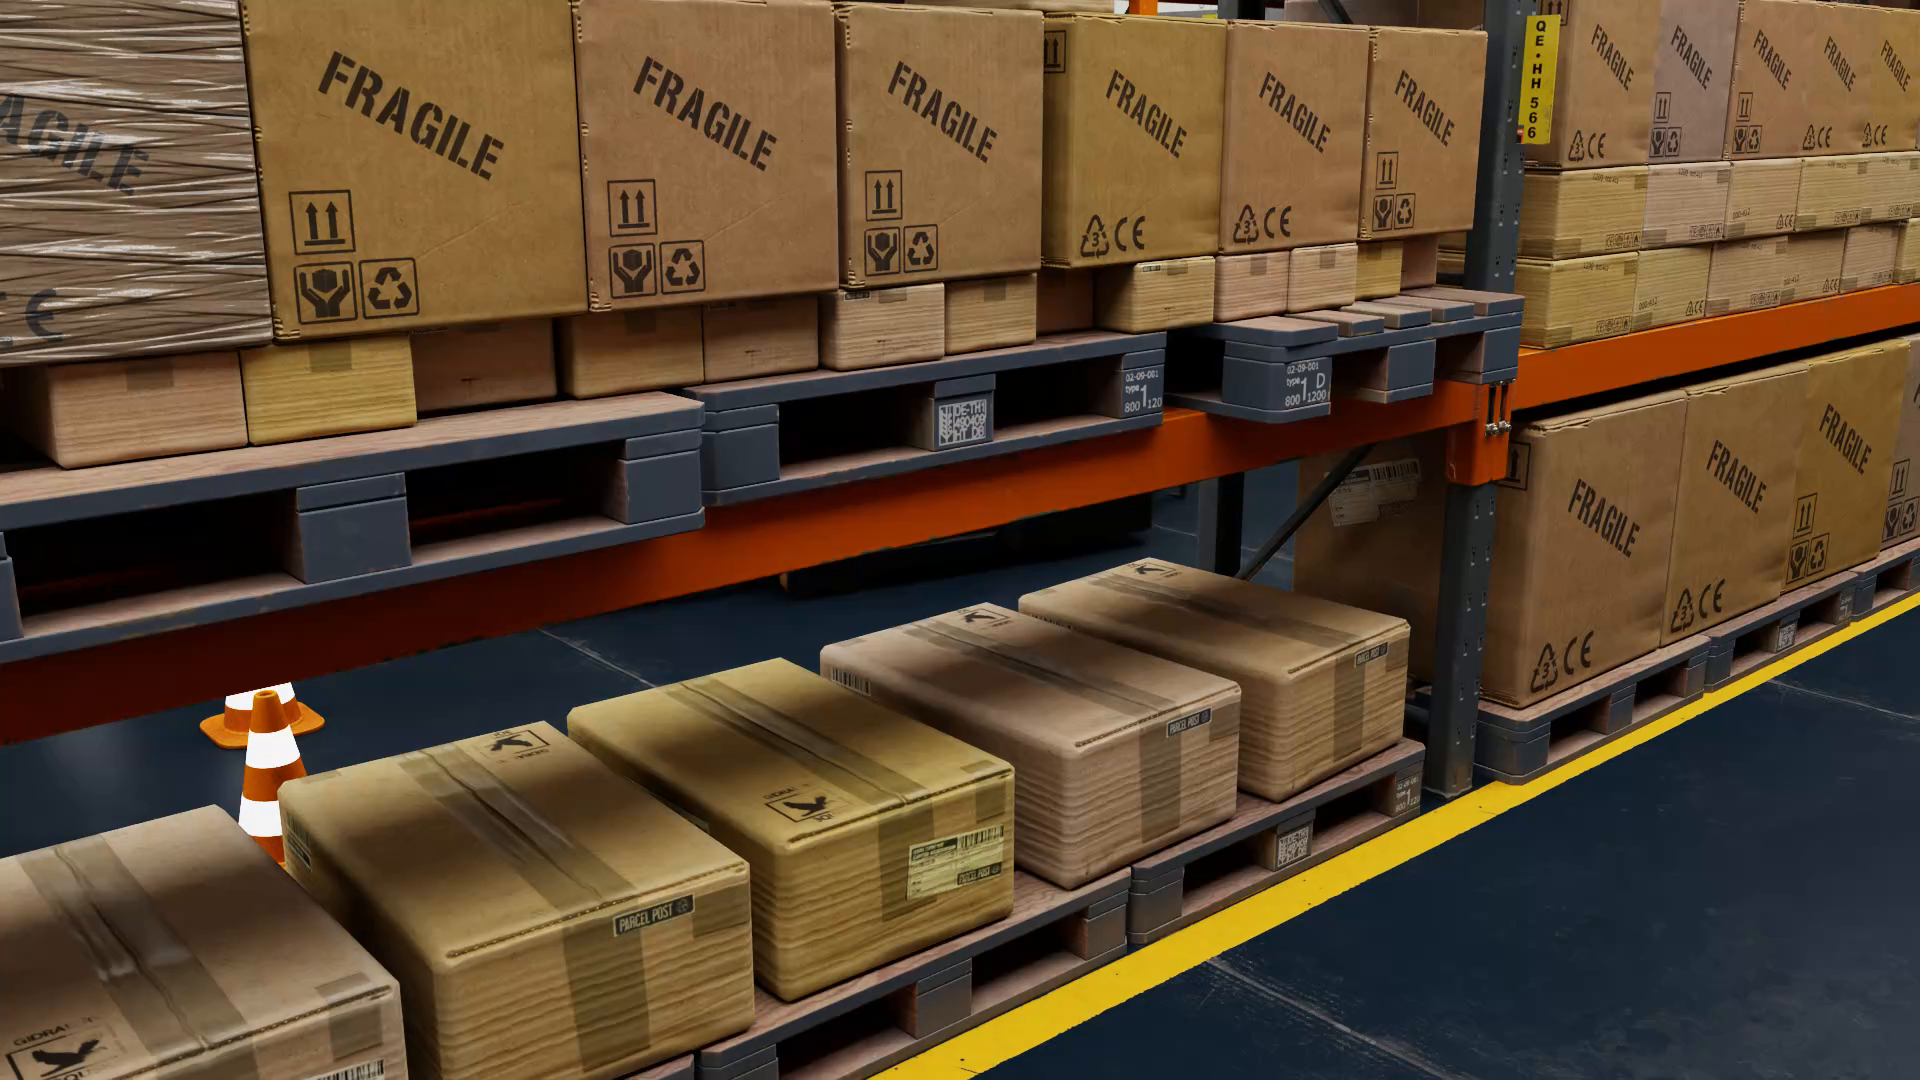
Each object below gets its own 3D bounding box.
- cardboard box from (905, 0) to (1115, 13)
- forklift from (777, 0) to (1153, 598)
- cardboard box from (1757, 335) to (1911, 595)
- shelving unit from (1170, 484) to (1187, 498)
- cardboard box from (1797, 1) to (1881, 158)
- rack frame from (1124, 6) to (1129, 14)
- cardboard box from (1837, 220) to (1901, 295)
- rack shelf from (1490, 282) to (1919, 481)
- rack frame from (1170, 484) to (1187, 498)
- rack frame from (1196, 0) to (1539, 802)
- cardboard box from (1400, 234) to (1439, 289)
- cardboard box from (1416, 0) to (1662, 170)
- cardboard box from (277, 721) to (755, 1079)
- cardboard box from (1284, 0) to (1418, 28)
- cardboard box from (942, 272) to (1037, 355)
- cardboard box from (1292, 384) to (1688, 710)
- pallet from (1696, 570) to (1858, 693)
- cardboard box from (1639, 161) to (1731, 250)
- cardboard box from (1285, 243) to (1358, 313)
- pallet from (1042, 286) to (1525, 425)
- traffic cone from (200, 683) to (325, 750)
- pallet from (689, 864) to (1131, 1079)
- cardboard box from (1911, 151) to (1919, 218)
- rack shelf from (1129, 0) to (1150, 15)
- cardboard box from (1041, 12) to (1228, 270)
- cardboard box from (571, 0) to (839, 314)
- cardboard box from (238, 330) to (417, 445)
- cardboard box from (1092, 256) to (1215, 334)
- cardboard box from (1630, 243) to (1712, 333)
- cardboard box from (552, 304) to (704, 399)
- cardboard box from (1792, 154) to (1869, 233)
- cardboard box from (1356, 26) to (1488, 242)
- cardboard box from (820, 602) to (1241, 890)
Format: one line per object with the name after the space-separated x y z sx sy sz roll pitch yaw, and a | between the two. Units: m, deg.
0.101 -1.165 3.457 0.250 0.149 0.380 -14 20 -42 | cardboard box
-0.652 -1.334 7.064 3.031 2.935 1.130 -8 17 -28 | forklift
3.076 -0.367 6.616 0.875 0.875 0.875 -12 19 -38 | cardboard box
0.856 -1.212 8.219 0.431 2.100 0.503 11 18 36 | shelving unit
2.833 -1.611 5.838 0.500 0.500 0.500 -12 19 -38 | cardboard box
0.842 -2.413 10.969 0.127 3.000 1.000 -13 19 -39 | rack frame
3.216 -1.101 6.349 0.500 0.250 0.500 -13 20 -41 | cardboard box
2.658 -0.780 6.250 4.000 0.370 1.077 -13 19 -39 | rack shelf
1.004 -1.263 8.407 0.400 2.100 0.015 11 18 36 | rack frame
1.150 -0.788 4.889 0.127 3.000 1.000 -13 19 -39 | rack frame
1.057 -0.769 4.488 0.250 0.149 0.380 -12 19 -37 | cardboard box
1.682 -1.356 4.882 0.500 0.500 0.500 -14 20 -41 | cardboard box
-0.934 0.744 3.430 0.625 0.372 0.950 -11 19 -36 | cardboard box
1.368 -1.458 5.266 0.500 0.500 0.500 -13 20 -41 | cardboard box
-0.060 -0.491 3.447 0.250 0.149 0.380 -13 20 -41 | cardboard box
1.725 -0.066 5.486 0.875 0.875 0.875 -13 20 -40 | cardboard box
2.714 0.234 6.464 1.213 0.211 1.003 -13 19 -39 | pallet
2.085 -1.083 5.312 0.500 0.250 0.500 -12 19 -38 | cardboard box
0.741 -0.658 4.073 0.250 0.149 0.380 -13 20 -40 | cardboard box
0.682 -0.554 4.384 1.003 0.211 1.213 -13 19 -39 | pallet
-2.289 0.388 5.399 0.334 0.463 0.336 -13 19 -39 | traffic cone
-0.361 0.897 3.985 1.213 0.211 1.003 -13 19 -39 | pallet
3.622 -1.427 6.601 0.500 0.250 0.500 -12 19 -38 | cardboard box
-0.667 -3.175 9.407 4.000 0.370 1.077 -13 19 -39 | rack shelf
0.226 -0.877 3.636 0.500 0.500 0.500 -14 21 -43 | cardboard box
-0.567 -0.695 2.957 0.500 0.500 0.500 -13 20 -40 | cardboard box
-1.049 -0.265 2.603 0.250 0.149 0.380 -12 19 -38 | cardboard box
0.348 -0.567 3.734 0.250 0.149 0.380 -12 19 -38 | cardboard box
2.060 -0.840 5.374 0.500 0.250 0.500 -13 20 -41 | cardboard box
-0.664 -0.363 2.971 0.250 0.149 0.380 -12 19 -39 | cardboard box
2.860 -1.248 5.931 0.500 0.250 0.500 -12 19 -38 | cardboard box
0.989 -1.052 4.293 0.500 0.500 0.500 -13 20 -41 | cardboard box
0.165 0.499 4.349 0.625 0.372 0.950 -13 20 -40 | cardboard box
